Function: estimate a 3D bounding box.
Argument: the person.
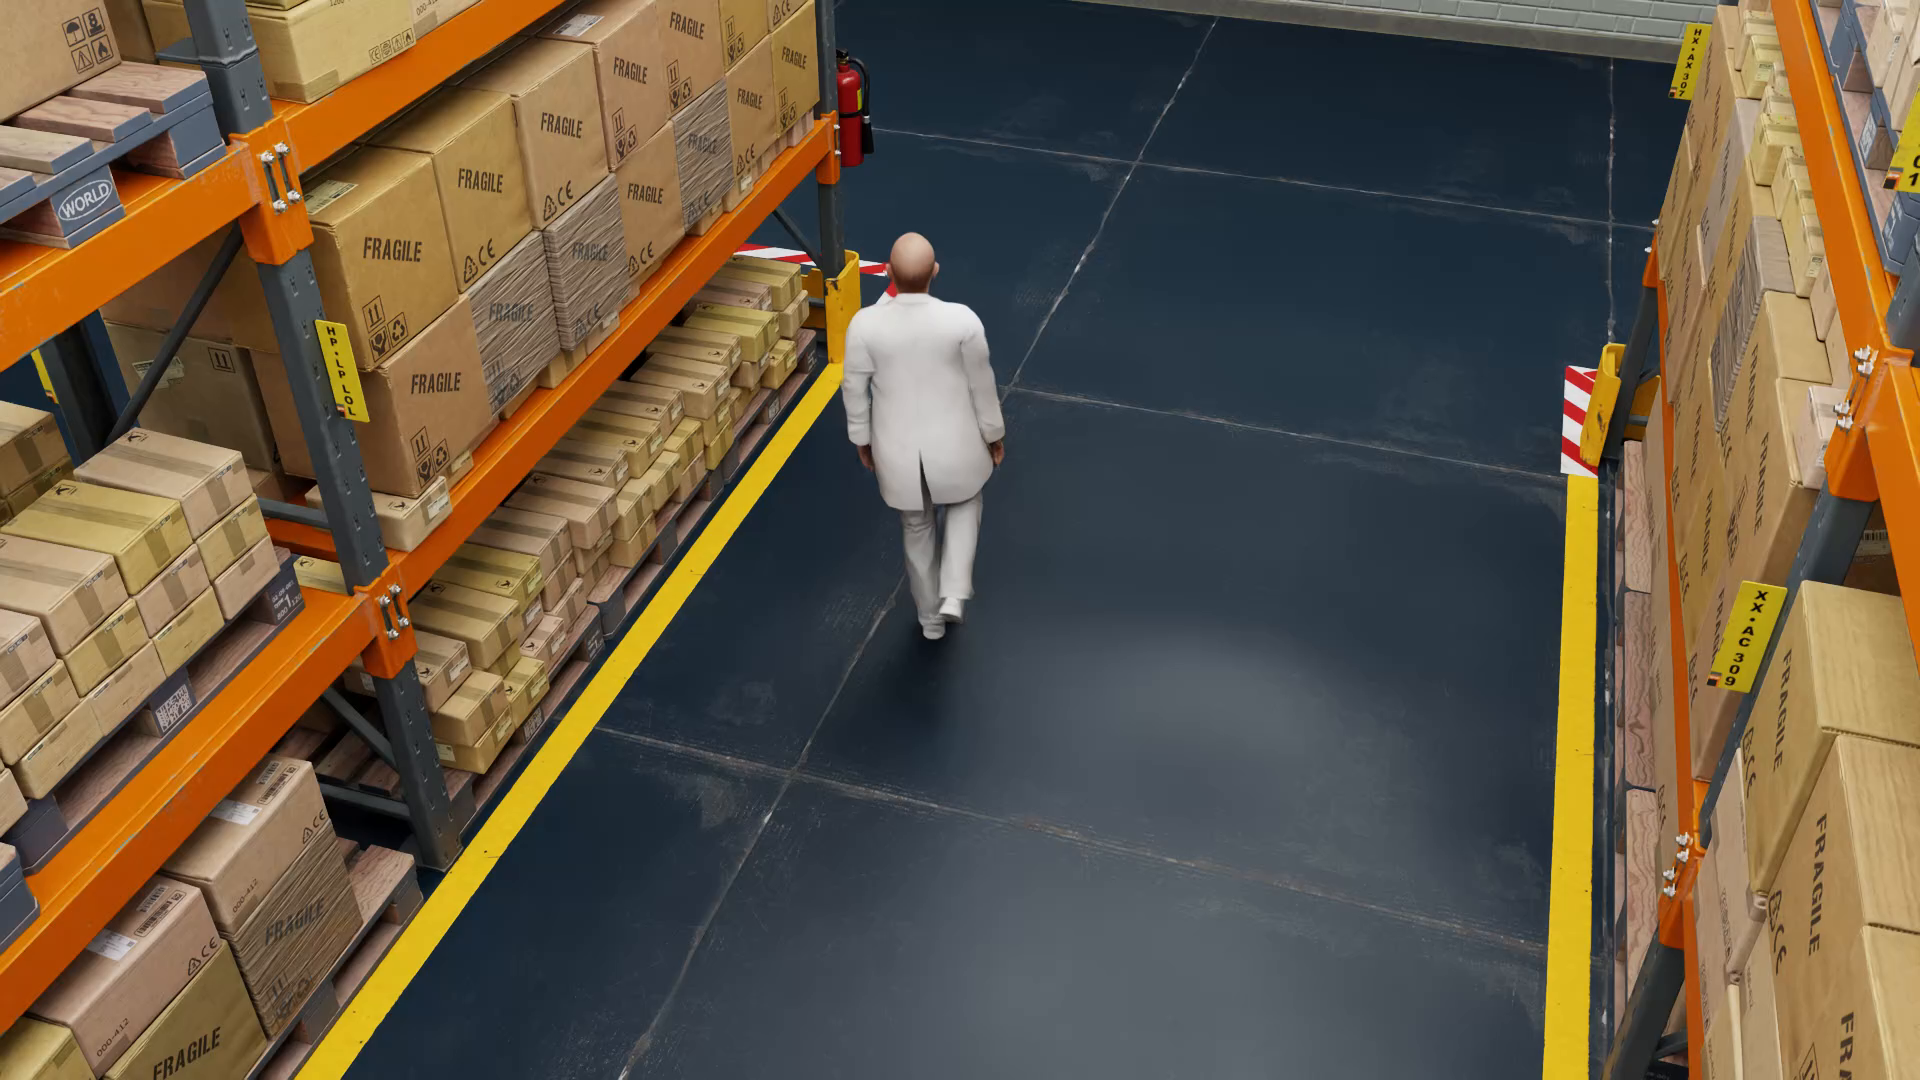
[{"bbox_3d":[-0.146,-0.354,6.605,0.643,1.771,0.592,3,37,4],"label":"person"}]
